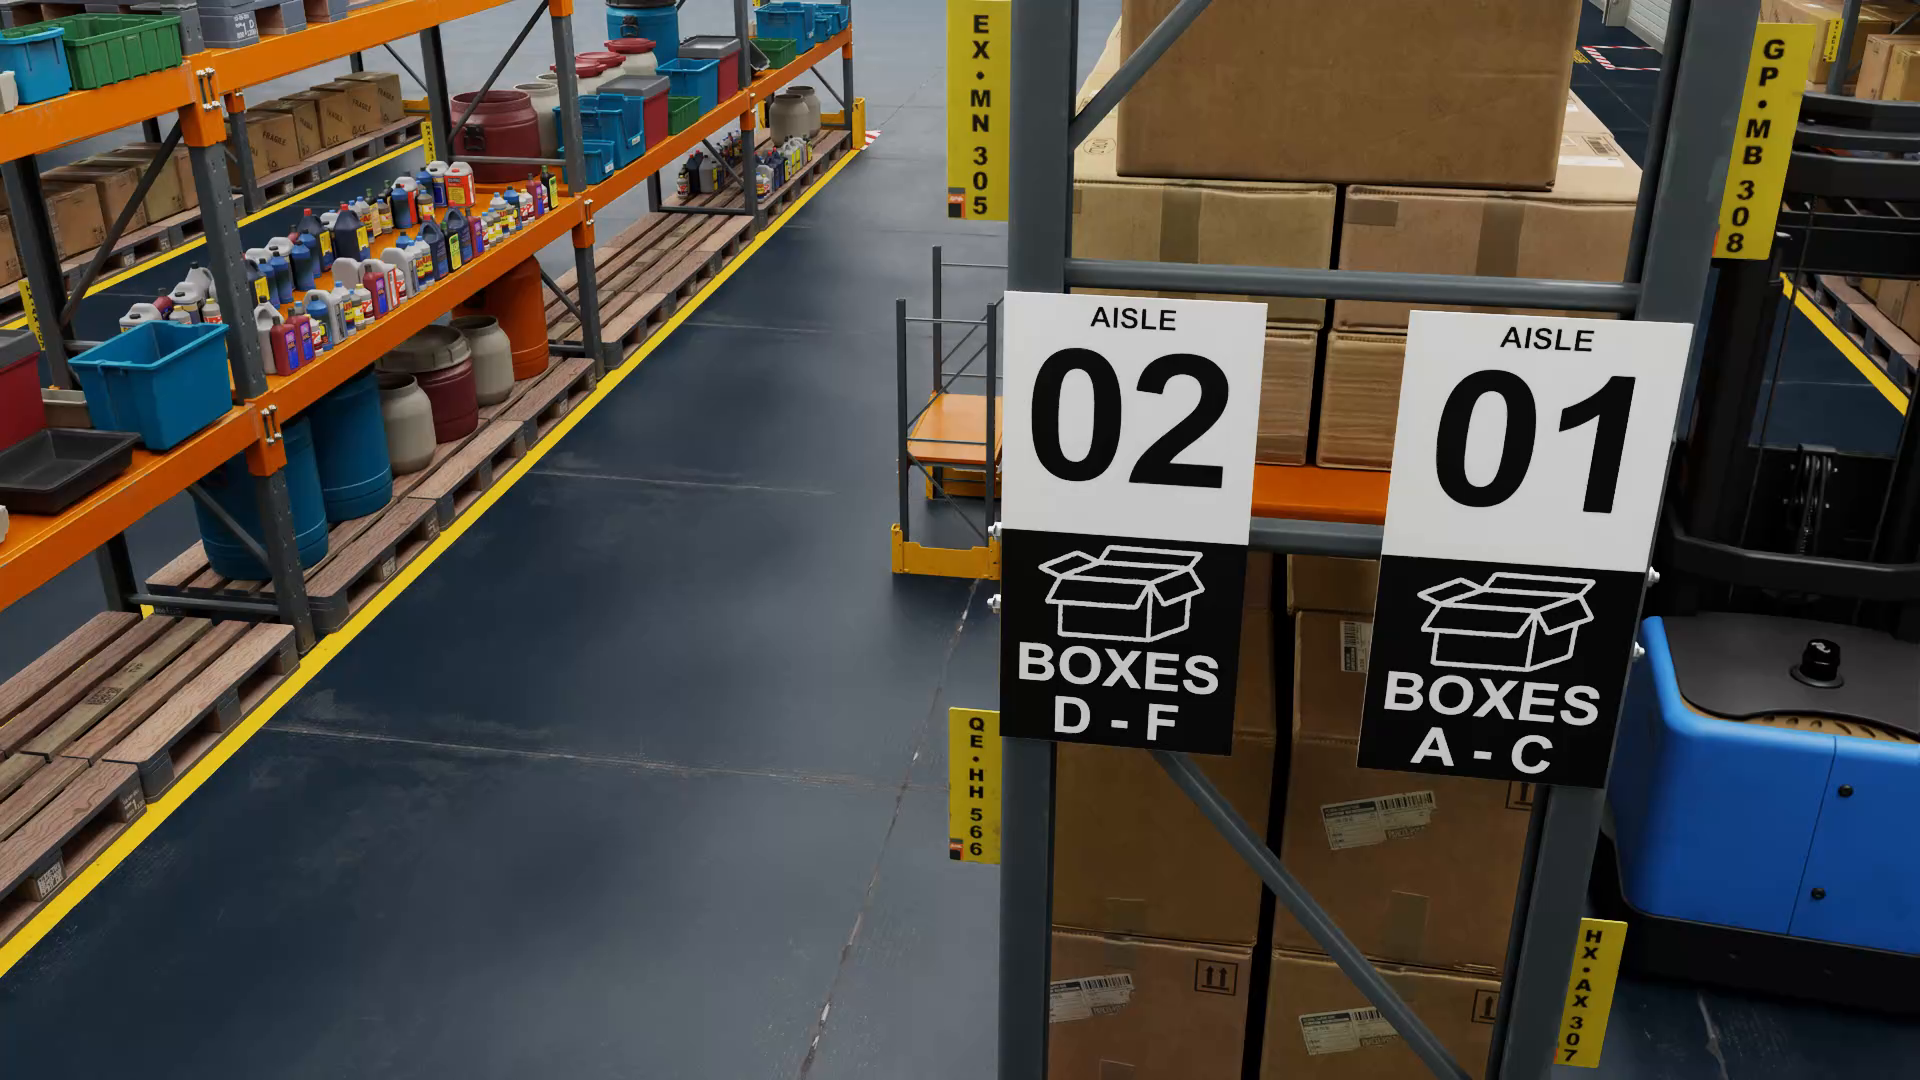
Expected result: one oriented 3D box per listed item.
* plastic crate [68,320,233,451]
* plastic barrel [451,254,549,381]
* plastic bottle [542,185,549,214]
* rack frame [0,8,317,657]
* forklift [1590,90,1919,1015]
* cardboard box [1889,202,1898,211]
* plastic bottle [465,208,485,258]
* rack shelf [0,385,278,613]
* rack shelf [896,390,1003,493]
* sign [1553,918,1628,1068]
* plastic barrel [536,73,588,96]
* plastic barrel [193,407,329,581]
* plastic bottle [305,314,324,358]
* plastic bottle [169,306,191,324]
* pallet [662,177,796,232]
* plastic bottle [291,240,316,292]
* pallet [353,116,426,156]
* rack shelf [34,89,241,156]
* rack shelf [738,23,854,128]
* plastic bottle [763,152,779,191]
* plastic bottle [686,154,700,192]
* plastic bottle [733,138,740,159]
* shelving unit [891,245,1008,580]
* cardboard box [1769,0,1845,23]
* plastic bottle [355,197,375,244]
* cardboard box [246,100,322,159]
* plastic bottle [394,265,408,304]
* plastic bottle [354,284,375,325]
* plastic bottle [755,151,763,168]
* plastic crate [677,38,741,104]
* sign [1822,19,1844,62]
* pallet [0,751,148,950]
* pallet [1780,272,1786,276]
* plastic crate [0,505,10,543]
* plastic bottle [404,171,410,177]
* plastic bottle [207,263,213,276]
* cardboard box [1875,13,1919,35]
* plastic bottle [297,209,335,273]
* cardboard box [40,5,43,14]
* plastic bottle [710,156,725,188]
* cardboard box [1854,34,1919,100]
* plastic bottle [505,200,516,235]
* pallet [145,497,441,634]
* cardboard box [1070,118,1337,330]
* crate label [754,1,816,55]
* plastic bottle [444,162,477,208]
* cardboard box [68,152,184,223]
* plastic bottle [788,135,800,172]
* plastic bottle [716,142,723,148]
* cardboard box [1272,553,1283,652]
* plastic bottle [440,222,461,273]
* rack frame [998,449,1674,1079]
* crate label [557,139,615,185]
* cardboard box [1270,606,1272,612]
[{"bbox_3d":[-3.397,-0.655,7.060,0.392,0.384,0.575,4,25,9],"label":"plastic crate"},{"bbox_3d":[-3.067,-1.529,11.042,0.600,0.830,0.708,4,25,9],"label":"plastic barrel"},{"bbox_3d":[-2.686,-2.192,10.628,0.097,0.201,0.097,0,25,0],"label":"plastic bottle"},{"bbox_3d":[-3.658,-0.854,7.537,1.000,3.000,0.127,4,25,9],"label":"rack frame"},{"bbox_3d":[3.199,-0.318,6.473,1.130,2.935,3.031,6,26,14],"label":"forklift"},{"bbox_3d":[7.251,-2.427,12.442,0.500,0.250,0.500,3,25,7],"label":"cardboard box"},{"bbox_3d":[-2.836,-1.798,9.690,0.061,0.283,0.133,4,25,9],"label":"plastic bottle"},{"bbox_3d":[-3.985,0.308,5.902,1.077,0.370,4.000,4,25,9],"label":"rack shelf"},{"bbox_3d":[0.014,-0.552,9.085,0.538,0.185,1.000,4,25,9],"label":"rack shelf"},{"bbox_3d":[1.110,0.809,2.963,0.100,0.325,0.005,4,25,9],"label":"sign"},{"bbox_3d":[-2.978,-3.199,12.415,0.421,0.512,0.421,0,25,0],"label":"plastic barrel"},{"bbox_3d":[-3.552,-0.321,8.376,0.600,0.901,0.708,4,25,9],"label":"plastic barrel"},{"bbox_3d":[-3.154,-0.994,8.069,0.097,0.201,0.097,0,25,0],"label":"plastic bottle"},{"bbox_3d":[-3.838,-1.054,8.197,0.097,0.201,0.097,0,25,0],"label":"plastic bottle"},{"bbox_3d":[-2.199,-3.215,15.870,1.003,0.211,1.213,4,25,9],"label":"pallet"},{"bbox_3d":[-3.584,-1.499,9.067,0.097,0.271,0.097,0,25,0],"label":"plastic bottle"},{"bbox_3d":[-6.763,-4.584,18.795,1.003,0.211,1.213,4,25,9],"label":"pallet"},{"bbox_3d":[-7.563,-3.381,13.784,1.077,0.370,4.000,4,25,9],"label":"rack shelf"},{"bbox_3d":[-2.023,-4.711,16.625,1.077,0.370,4.000,4,25,9],"label":"rack shelf"},{"bbox_3d":[-1.809,-3.509,15.813,0.144,0.351,0.185,5,25,10],"label":"plastic bottle"},{"bbox_3d":[-2.529,-3.489,15.772,0.144,0.351,0.185,3,25,7],"label":"plastic bottle"},{"bbox_3d":[-2.317,-4.025,17.093,0.097,0.201,0.097,0,25,0],"label":"plastic bottle"},{"bbox_3d":[0.012,-0.711,9.000,0.587,1.500,1.083,4,25,9],"label":"shelving unit"},{"bbox_3d":[7.365,-4.433,14.451,0.500,0.500,0.500,3,25,7],"label":"cardboard box"},{"bbox_3d":[-3.575,-1.918,9.961,0.097,0.271,0.097,0,25,0],"label":"plastic bottle"},{"bbox_3d":[-7.022,-4.271,17.290,0.500,0.500,0.500,2,25,4],"label":"cardboard box"},{"bbox_3d":[-3.009,-1.365,8.863,0.097,0.201,0.097,0,25,0],"label":"plastic bottle"},{"bbox_3d":[-3.069,-1.213,8.537,0.097,0.201,0.097,0,25,0],"label":"plastic bottle"},{"bbox_3d":[-1.951,-3.519,15.835,0.144,0.351,0.185,4,25,9],"label":"plastic bottle"},{"bbox_3d":[-2.127,-4.006,14.194,0.402,0.464,0.583,4,25,9],"label":"plastic crate"},{"bbox_3d":[6.887,-3.940,13.109,0.100,0.325,0.005,4,25,9],"label":"sign"},{"bbox_3d":[-3.937,1.231,6.372,1.003,0.211,1.213,4,25,9],"label":"pallet"},{"bbox_3d":[7.499,-2.534,14.415,1.003,0.211,1.213,4,25,9],"label":"pallet"},{"bbox_3d":[-3.646,-0.013,5.980,0.293,0.136,0.466,4,25,9],"label":"plastic crate"},{"bbox_3d":[-3.492,-2.182,10.510,0.061,0.283,0.133,4,25,9],"label":"plastic bottle"},{"bbox_3d":[-3.800,-1.316,8.582,0.144,0.351,0.185,4,25,9],"label":"plastic bottle"},{"bbox_3d":[7.707,-3.977,13.476,0.500,0.500,0.500,3,25,7],"label":"cardboard box"},{"bbox_3d":[-3.650,-1.700,9.401,0.144,0.351,0.185,4,25,9],"label":"plastic bottle"},{"bbox_3d":[-7.505,-4.683,14.513,1.000,1.000,1.000,4,25,9],"label":"cardboard box"},{"bbox_3d":[-2.348,-3.536,15.959,0.152,0.276,0.135,4,25,9],"label":"plastic bottle"},{"bbox_3d":[7.307,-3.548,12.655,0.700,0.500,0.500,4,25,9],"label":"cardboard box"},{"bbox_3d":[-2.771,-1.973,10.161,0.097,0.201,0.097,0,25,0],"label":"plastic bottle"},{"bbox_3d":[-3.490,0.089,8.811,1.003,0.211,1.213,4,25,9],"label":"pallet"},{"bbox_3d":[0.407,-0.586,3.013,0.500,0.250,0.500,4,25,9],"label":"cardboard box"},{"bbox_3d":[-1.730,-5.101,16.567,0.502,0.435,0.616,4,25,9],"label":"crate label"},{"bbox_3d":[-3.243,-2.302,10.776,0.152,0.276,0.135,4,25,9],"label":"plastic bottle"},{"bbox_3d":[-7.455,-3.157,14.886,0.700,0.500,0.500,4,25,8],"label":"cardboard box"},{"bbox_3d":[-1.678,-3.843,16.528,0.144,0.351,0.185,5,26,11],"label":"plastic bottle"},{"bbox_3d":[-2.406,-3.830,16.594,0.097,0.271,0.097,0,25,0],"label":"plastic bottle"},{"bbox_3d":[1.072,0.070,4.265,0.500,0.500,0.500,4,25,9],"label":"cardboard box"},{"bbox_3d":[-2.888,-1.665,9.406,0.061,0.283,0.133,4,25,9],"label":"plastic bottle"},{"bbox_3d":[0.575,1.163,3.226,1.000,3.000,0.127,4,25,9],"label":"rack frame"},{"bbox_3d":[-2.565,-2.602,11.468,0.303,0.233,0.416,4,25,9],"label":"crate label"},{"bbox_3d":[1.071,0.525,4.473,0.500,0.500,0.500,4,25,8],"label":"cardboard box"}]
